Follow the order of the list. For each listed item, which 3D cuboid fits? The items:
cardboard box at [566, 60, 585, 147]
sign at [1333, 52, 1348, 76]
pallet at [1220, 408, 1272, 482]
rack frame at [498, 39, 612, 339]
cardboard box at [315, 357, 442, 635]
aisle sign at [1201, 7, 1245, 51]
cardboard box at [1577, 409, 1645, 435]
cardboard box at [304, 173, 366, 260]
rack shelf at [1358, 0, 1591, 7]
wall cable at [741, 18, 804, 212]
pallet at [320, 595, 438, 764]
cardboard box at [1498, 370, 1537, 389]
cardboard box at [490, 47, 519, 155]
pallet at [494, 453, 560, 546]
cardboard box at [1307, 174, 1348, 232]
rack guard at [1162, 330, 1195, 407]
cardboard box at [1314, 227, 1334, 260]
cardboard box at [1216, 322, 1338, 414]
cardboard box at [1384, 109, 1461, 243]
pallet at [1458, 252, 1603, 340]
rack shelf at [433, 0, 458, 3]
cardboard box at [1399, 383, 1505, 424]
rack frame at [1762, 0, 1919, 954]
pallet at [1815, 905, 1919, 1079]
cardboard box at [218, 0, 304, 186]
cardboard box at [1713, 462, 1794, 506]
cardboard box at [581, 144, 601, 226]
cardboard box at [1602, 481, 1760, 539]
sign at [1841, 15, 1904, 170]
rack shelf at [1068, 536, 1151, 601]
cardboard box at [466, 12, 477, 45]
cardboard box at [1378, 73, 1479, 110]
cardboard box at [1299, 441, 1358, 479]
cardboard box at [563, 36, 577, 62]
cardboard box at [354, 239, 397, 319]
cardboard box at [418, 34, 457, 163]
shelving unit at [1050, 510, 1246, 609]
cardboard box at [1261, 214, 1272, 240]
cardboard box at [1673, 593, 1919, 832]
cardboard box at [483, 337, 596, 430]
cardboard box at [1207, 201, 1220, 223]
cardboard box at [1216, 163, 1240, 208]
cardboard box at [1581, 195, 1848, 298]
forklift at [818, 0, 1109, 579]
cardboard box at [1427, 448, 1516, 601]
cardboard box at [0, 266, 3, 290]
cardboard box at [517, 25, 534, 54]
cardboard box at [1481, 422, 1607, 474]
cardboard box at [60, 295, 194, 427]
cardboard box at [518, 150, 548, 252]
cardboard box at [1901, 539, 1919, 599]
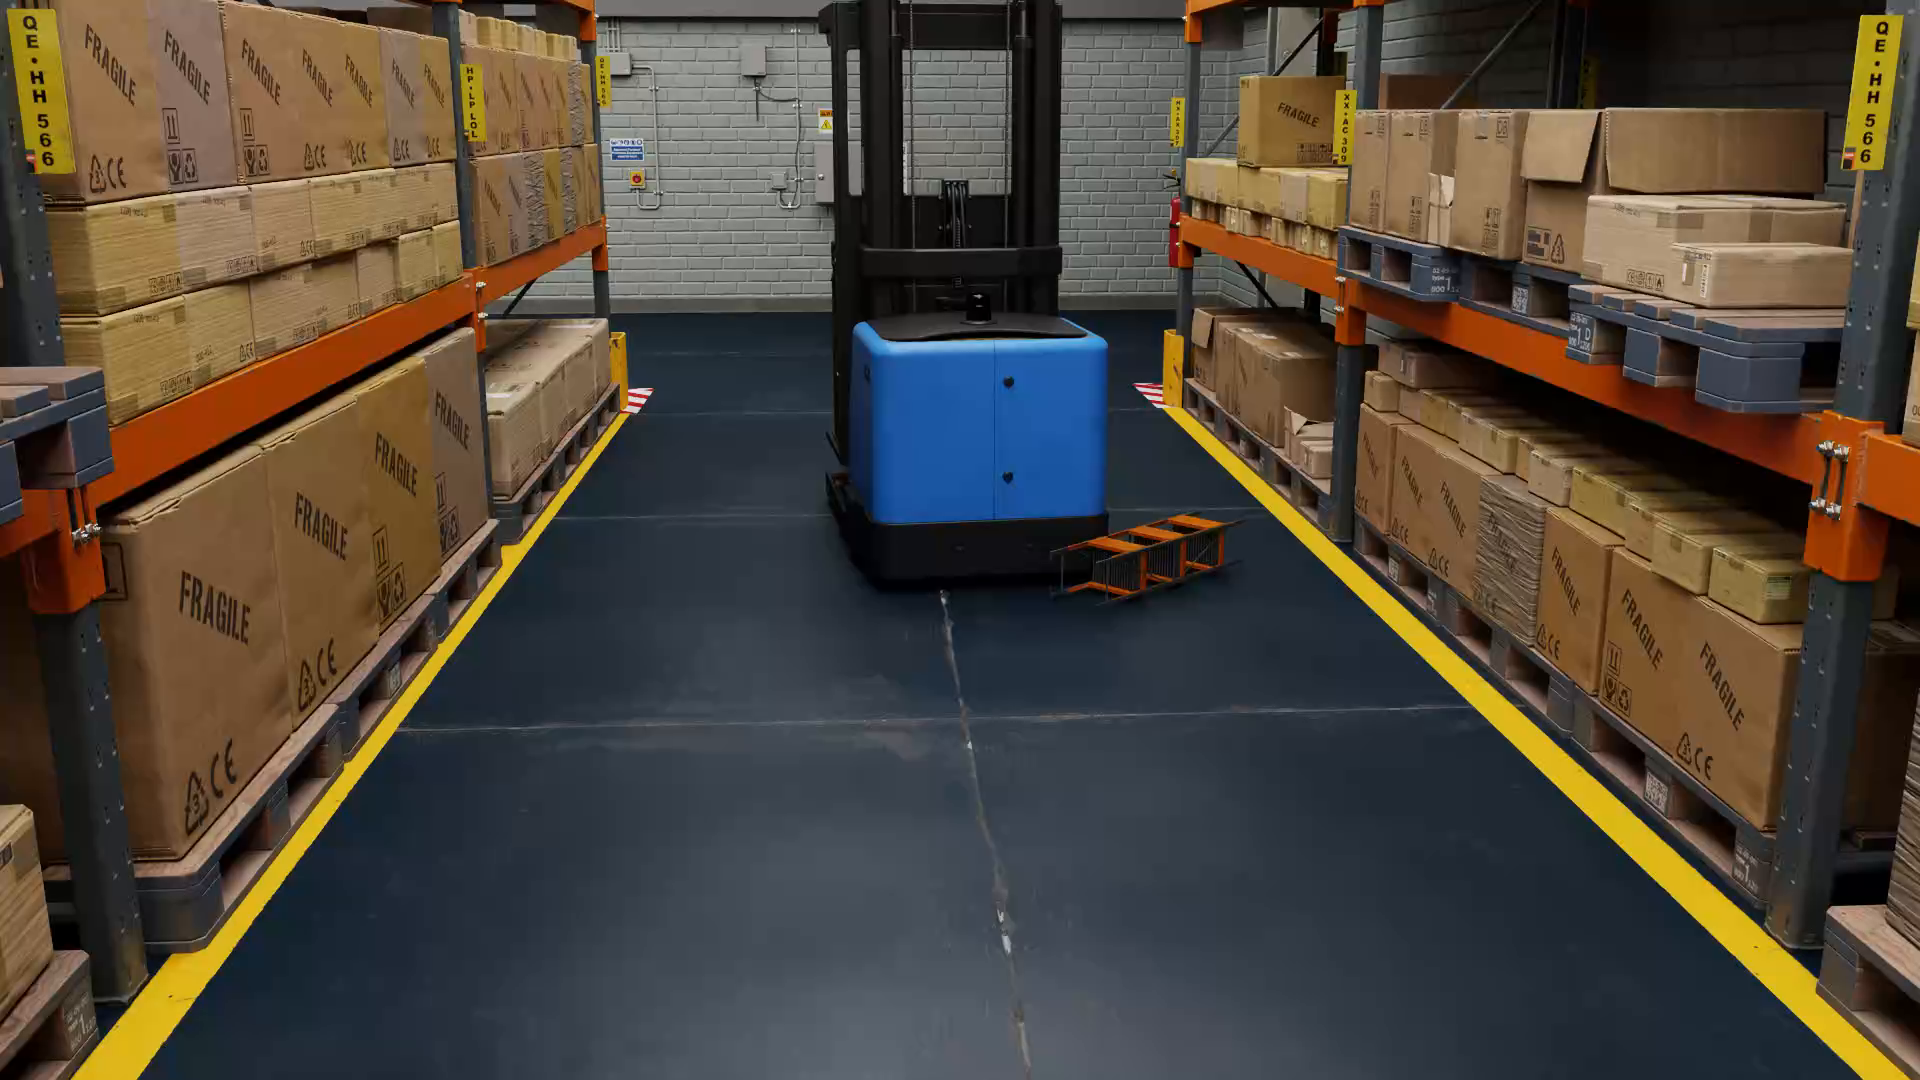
[{"bbox_3d":[-2.590,-2.660,10.136,0.500,0.500,0.500,-1,14,-3],"label":"cardboard box"},{"bbox_3d":[2.590,-3.168,11.360,0.100,0.325,0.005,-1,14,-3],"label":"sign"},{"bbox_3d":[2.162,-0.580,9.857,1.003,0.211,1.213,-1,14,-3],"label":"pallet"},{"bbox_3d":[-2.919,-2.373,11.228,1.000,3.000,0.127,-1,14,-3],"label":"rack frame"},{"bbox_3d":[-2.490,-0.175,6.107,0.875,0.875,0.875,0,14,-2],"label":"cardboard box"},{"bbox_3d":[1.737,-3.722,11.254,0.394,0.787,0.004,-1,14,-3],"label":"aisle sign"},{"bbox_3d":[2.644,-0.417,6.499,0.380,0.149,0.250,0,14,-2],"label":"cardboard box"},{"bbox_3d":[-2.276,-1.061,5.429,0.500,0.250,0.500,-1,14,-2],"label":"cardboard box"},{"bbox_3d":[2.406,-2.062,5.446,1.077,0.370,4.000,-1,14,-3],"label":"rack shelf"},{"bbox_3d":[-1.877,-4.291,16.647,0.588,1.984,0.122,-1,14,-3],"label":"wall cable"},{"bbox_3d":[-2.470,0.468,5.786,1.003,0.211,1.213,-1,14,-3],"label":"pallet"},{"bbox_3d":[2.593,-0.675,7.503,0.380,0.149,0.250,-1,15,-6],"label":"cardboard box"},{"bbox_3d":[-2.484,-2.158,8.188,0.500,0.500,0.500,-1,14,-4],"label":"cardboard box"},{"bbox_3d":[-2.641,-0.218,8.449,1.003,0.211,1.213,-1,14,-3],"label":"pallet"},{"bbox_3d":[2.007,-1.650,8.122,0.500,0.250,0.500,-1,14,-2],"label":"cardboard box"},{"bbox_3d":[2.039,-1.221,11.767,1.175,0.500,0.348,-1,14,-3],"label":"rack guard"},{"bbox_3d":[1.973,-1.474,8.238,0.380,0.149,0.250,0,14,-2],"label":"cardboard box"},{"bbox_3d":[1.992,-1.076,10.363,0.700,0.500,0.500,0,14,-1],"label":"cardboard box"},{"bbox_3d":[2.121,-1.455,6.617,0.700,0.500,0.500,-1,14,-3],"label":"cardboard box"},{"bbox_3d":[2.405,-0.851,5.700,1.003,0.211,1.213,-1,14,-3],"label":"pallet"},{"bbox_3d":[-2.548,-1.985,5.144,1.077,0.370,4.000,-1,14,-3],"label":"rack shelf"},{"bbox_3d":[2.133,-0.601,7.216,0.380,0.149,0.250,-1,14,-5],"label":"cardboard box"},{"bbox_3d":[2.530,-0.461,3.797,1.000,3.000,0.127,-1,14,-3],"label":"rack frame"},{"bbox_3d":[2.542,1.095,3.346,1.003,0.211,1.213,-1,14,-3],"label":"pallet"},{"bbox_3d":[-2.267,-1.294,4.830,0.500,0.500,0.500,0,14,-2],"label":"cardboard box"},{"bbox_3d":[2.735,-0.162,5.510,0.380,0.149,0.250,-1,14,-5],"label":"cardboard box"},{"bbox_3d":[-2.625,-2.305,10.765,0.500,0.500,0.500,-1,14,-3],"label":"cardboard box"},{"bbox_3d":[2.256,-0.086,5.214,0.380,0.149,0.250,0,14,-2],"label":"cardboard box"},{"bbox_3d":[1.989,-0.972,3.621,0.100,0.325,0.005,-1,14,-3],"label":"sign"},{"bbox_3d":[0.632,0.124,7.051,0.240,0.215,0.259,14,20,42],"label":"rack shelf"},{"bbox_3d":[-2.464,-2.371,7.711,0.380,0.149,0.250,-1,14,-3],"label":"cardboard box"},{"bbox_3d":[2.456,-2.264,9.007,0.500,0.500,0.500,-1,14,-5],"label":"cardboard box"},{"bbox_3d":[1.955,-0.412,8.487,0.380,0.149,0.250,-1,14,-5],"label":"cardboard box"},{"bbox_3d":[-2.558,-3.008,10.187,0.380,0.149,0.250,-1,14,-4],"label":"cardboard box"},{"bbox_3d":[-2.350,-0.945,5.981,0.500,0.250,0.500,-1,14,-5],"label":"cardboard box"},{"bbox_3d":[-2.393,-1.803,6.808,0.500,0.500,0.500,0,14,-2],"label":"cardboard box"},{"bbox_3d":[0.833,0.073,7.251,0.252,0.215,1.050,14,20,42],"label":"shelving unit"},{"bbox_3d":[1.933,-1.793,9.480,0.380,0.149,0.250,-1,14,-4],"label":"cardboard box"},{"bbox_3d":[2.289,0.445,4.452,0.500,0.500,0.500,0,14,-2],"label":"cardboard box"},{"bbox_3d":[-2.714,-0.945,9.979,0.875,0.438,0.875,0,14,-2],"label":"cardboard box"},{"bbox_3d":[1.843,-2.180,10.984,0.380,0.149,0.250,-1,14,-2],"label":"cardboard box"},{"bbox_3d":[1.860,-2.153,10.079,0.500,0.250,0.500,-1,14,-4],"label":"cardboard box"},{"bbox_3d":[2.142,-0.849,4.763,0.500,0.250,0.500,-2,15,-6],"label":"cardboard box"},{"bbox_3d":[-0.104,-1.573,8.259,1.130,2.935,3.031,-2,15,-9],"label":"forklift"},{"bbox_3d":[2.157,-0.068,6.444,0.500,0.500,0.500,-1,14,-5],"label":"cardboard box"},{"bbox_3d":[-2.118,-0.670,2.971,0.500,0.500,0.500,-1,14,-5],"label":"cardboard box"},{"bbox_3d":[-2.508,-2.686,8.938,0.380,0.149,0.250,-1,14,-3],"label":"cardboard box"},{"bbox_3d":[2.182,-0.345,6.220,0.380,0.149,0.250,0,14,-1],"label":"cardboard box"},{"bbox_3d":[-2.203,-0.436,4.002,0.500,0.250,0.500,-1,14,-4],"label":"cardboard box"},{"bbox_3d":[-2.491,-1.796,8.786,0.500,0.500,0.500,-1,14,-3],"label":"cardboard box"},{"bbox_3d":[2.809,0.098,4.498,0.380,0.149,0.250,0,14,-1],"label":"cardboard box"}]
